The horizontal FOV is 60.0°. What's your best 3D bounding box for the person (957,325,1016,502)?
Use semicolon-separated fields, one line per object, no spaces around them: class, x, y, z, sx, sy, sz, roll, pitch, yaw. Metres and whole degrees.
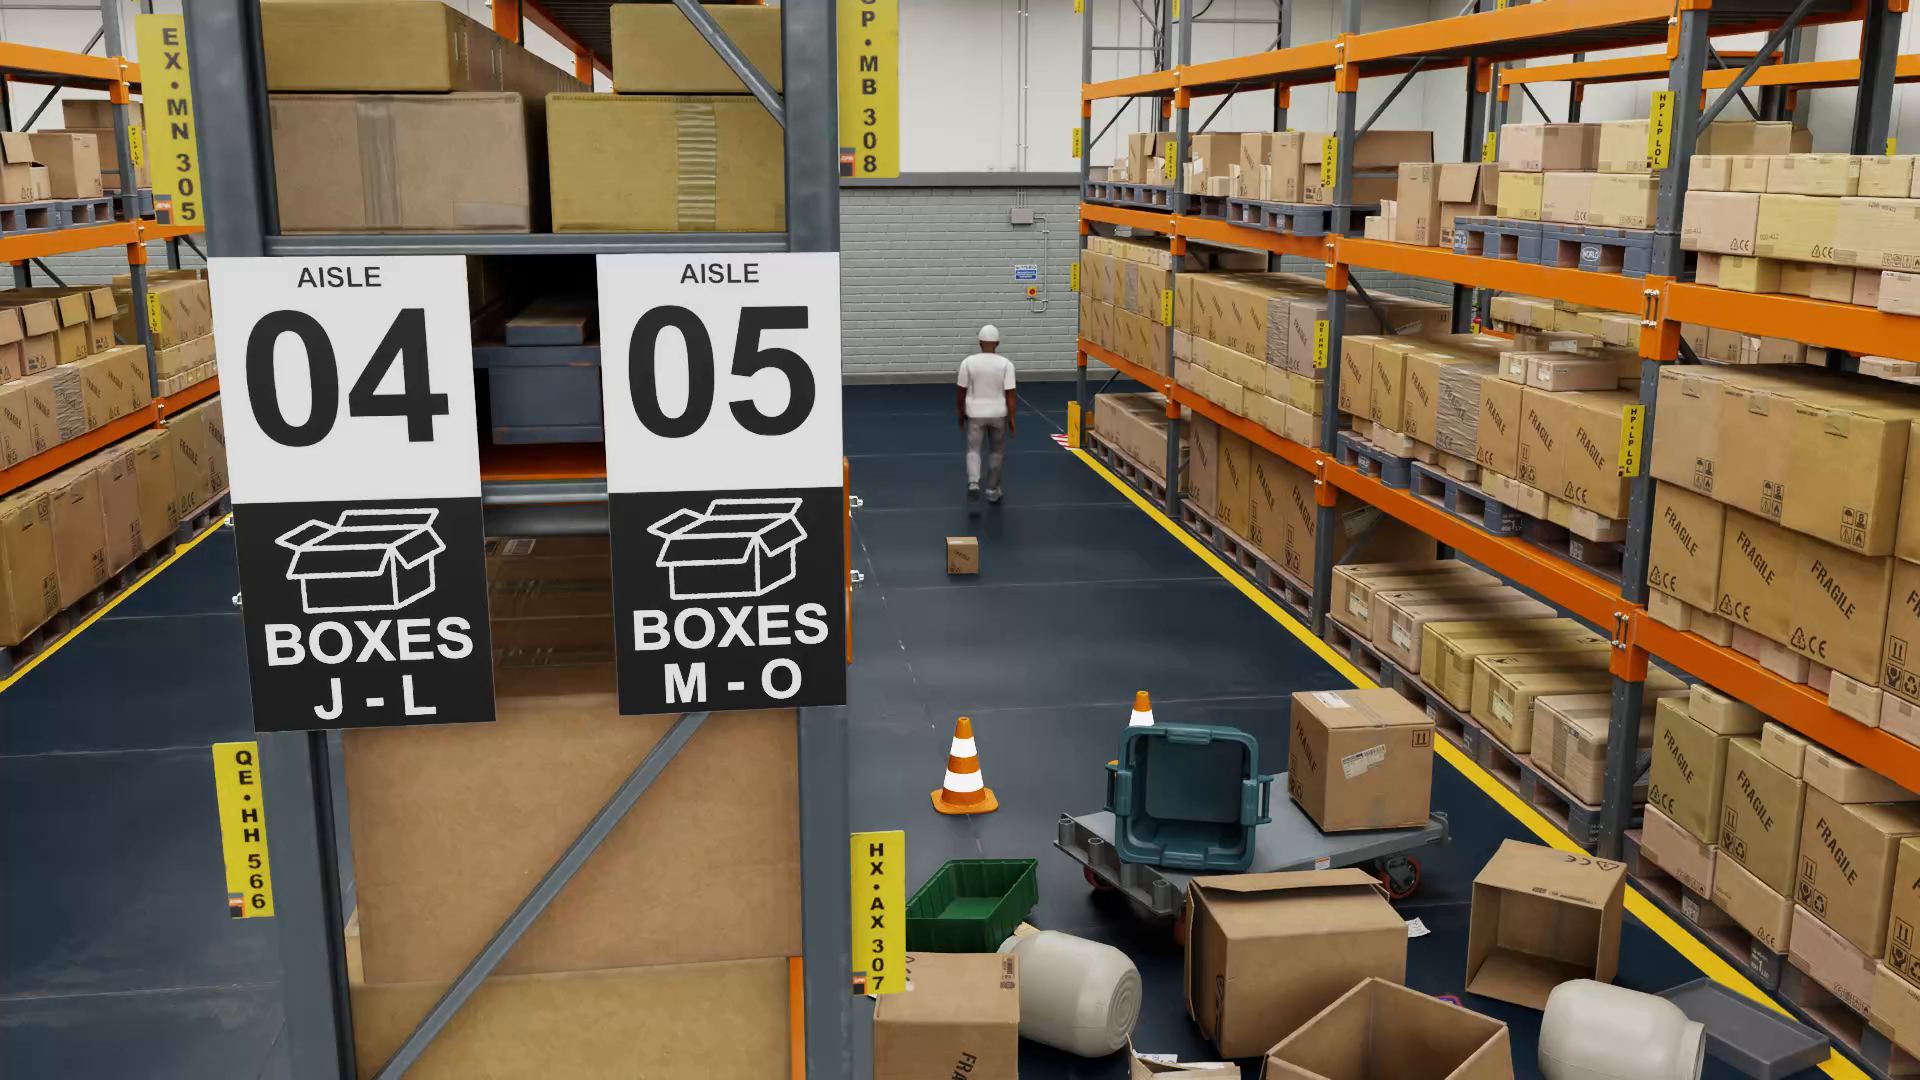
person;0.255;-1.198;16.066;0.575;1.747;0.859;0;13;1
